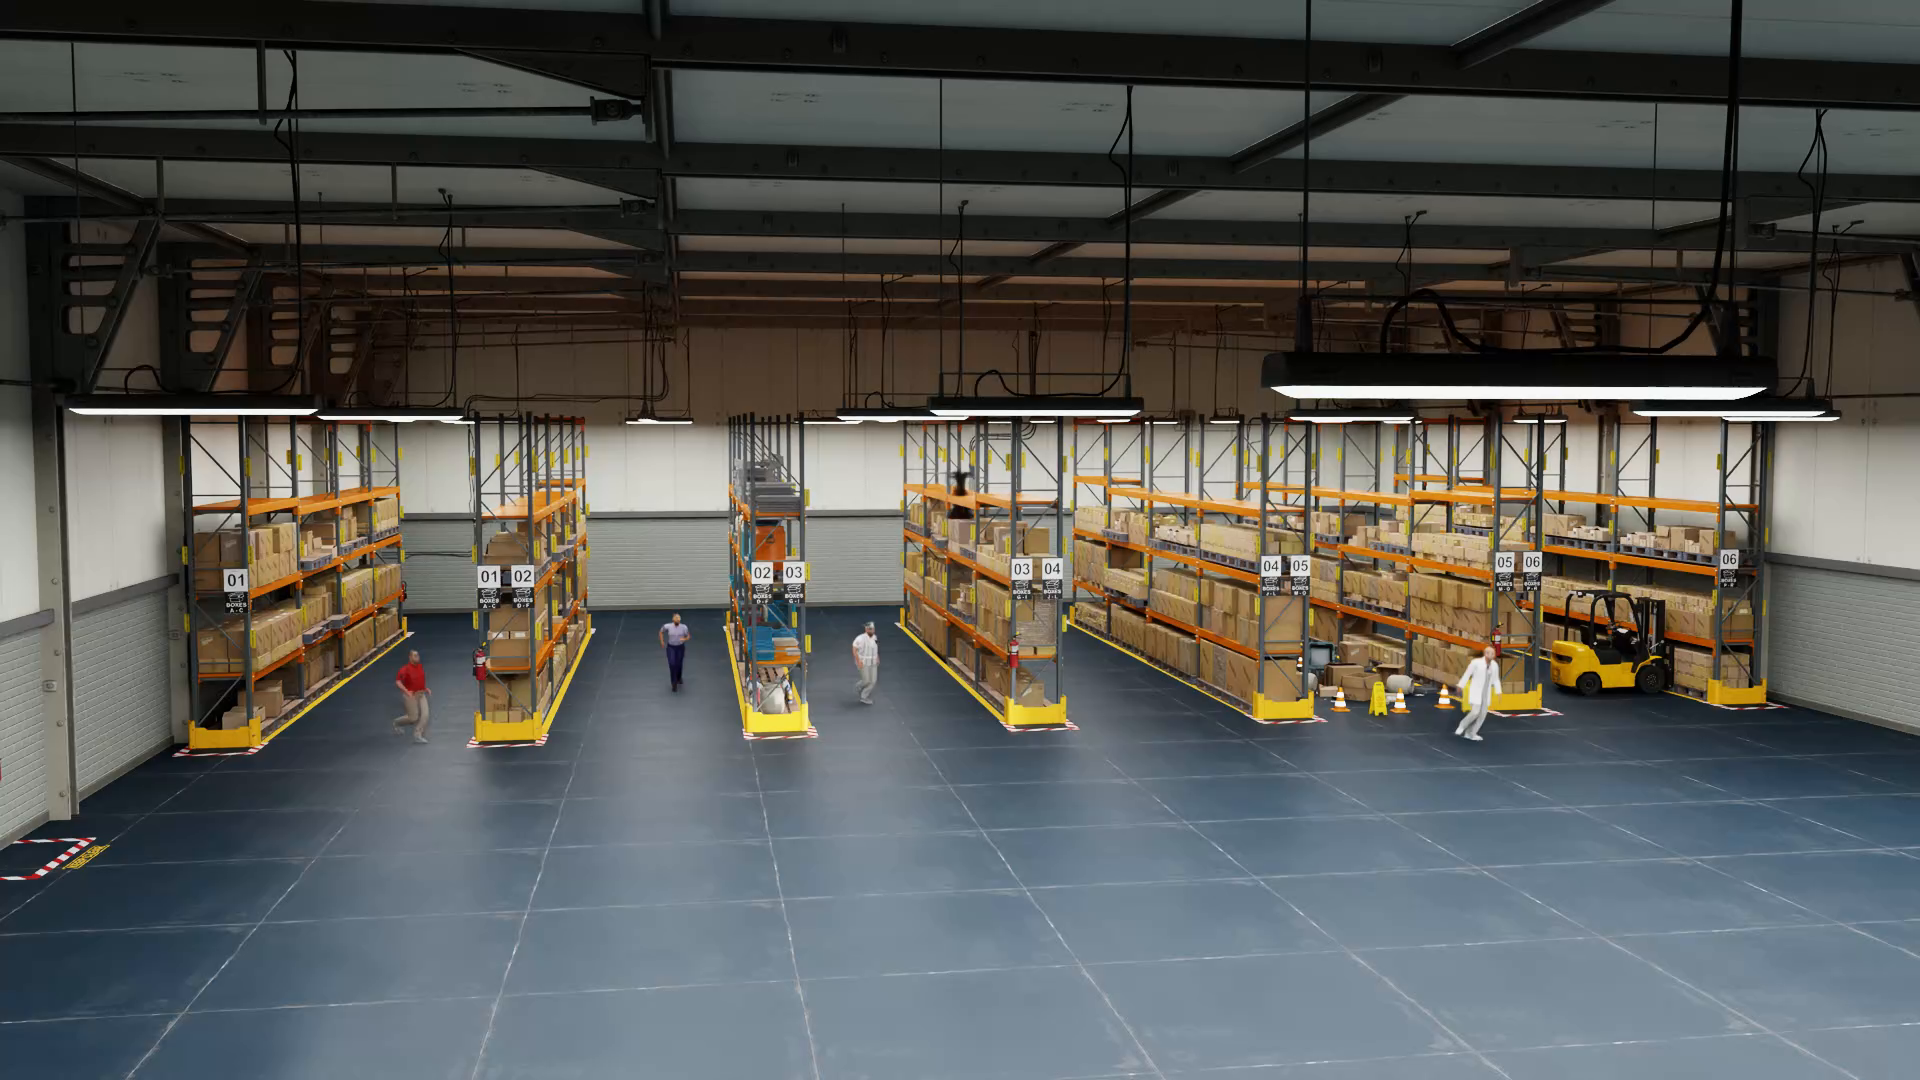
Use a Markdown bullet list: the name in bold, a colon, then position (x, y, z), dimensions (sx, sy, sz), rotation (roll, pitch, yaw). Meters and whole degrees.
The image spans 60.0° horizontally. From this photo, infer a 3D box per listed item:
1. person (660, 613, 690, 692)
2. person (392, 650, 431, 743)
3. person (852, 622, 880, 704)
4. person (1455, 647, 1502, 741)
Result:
- **person**: position (-6.231, 2.433, 36.392), dimensions (0.642, 1.690, 0.894), rotation (-1, 4, -17)
- **person**: position (-9.969, 2.841, 30.213), dimensions (0.707, 1.681, 0.672), rotation (2, 4, 28)
- **person**: position (-1.954, 2.528, 34.492), dimensions (0.667, 1.713, 0.566), rotation (-3, 5, -36)
- **person**: position (9.457, 2.798, 30.369), dimensions (0.746, 1.740, 0.606), rotation (-2, 4, -21)
